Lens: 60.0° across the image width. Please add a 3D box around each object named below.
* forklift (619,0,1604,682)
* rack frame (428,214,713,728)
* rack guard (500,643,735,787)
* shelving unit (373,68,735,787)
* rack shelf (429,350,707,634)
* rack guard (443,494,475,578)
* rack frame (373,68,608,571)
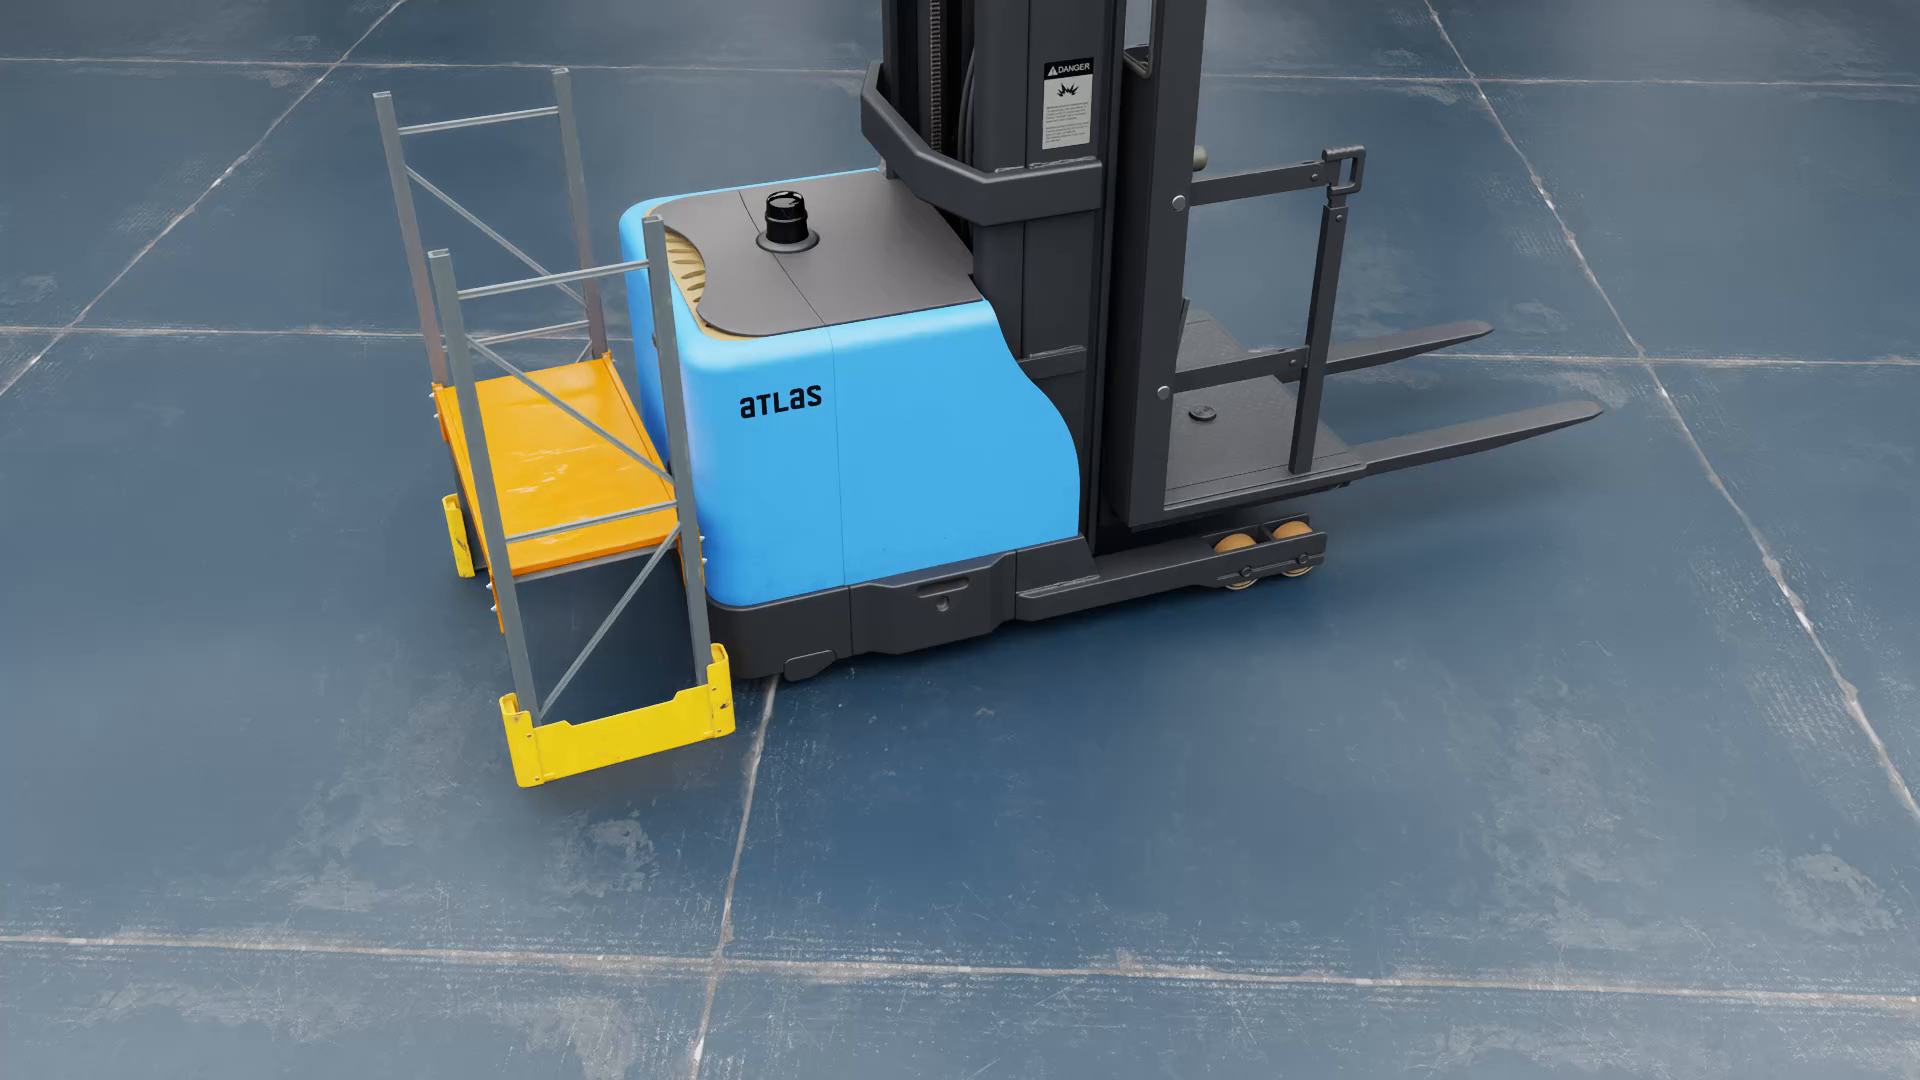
[{"bbox_3d":[0.584,-1.323,4.583,3.031,2.935,1.130,-12,37,-16],"label":"forklift"},{"bbox_3d":[-0.885,-0.041,4.003,0.500,1.500,0.032,-13,37,-18],"label":"rack frame"},{"bbox_3d":[-0.892,0.460,4.378,0.587,0.250,0.087,-13,37,-18],"label":"rack guard"},{"bbox_3d":[-1.082,-0.316,4.395,0.587,1.500,1.083,-13,37,-18],"label":"shelving unit"},{"bbox_3d":[-1.078,-0.164,4.491,0.538,0.185,1.000,-13,37,-18],"label":"rack shelf"},{"bbox_3d":[-1.271,-0.070,5.131,0.587,0.250,0.087,-13,37,-18],"label":"rack guard"},{"bbox_3d":[-1.272,-0.581,4.772,0.500,1.500,0.032,-13,37,-18],"label":"rack frame"}]
